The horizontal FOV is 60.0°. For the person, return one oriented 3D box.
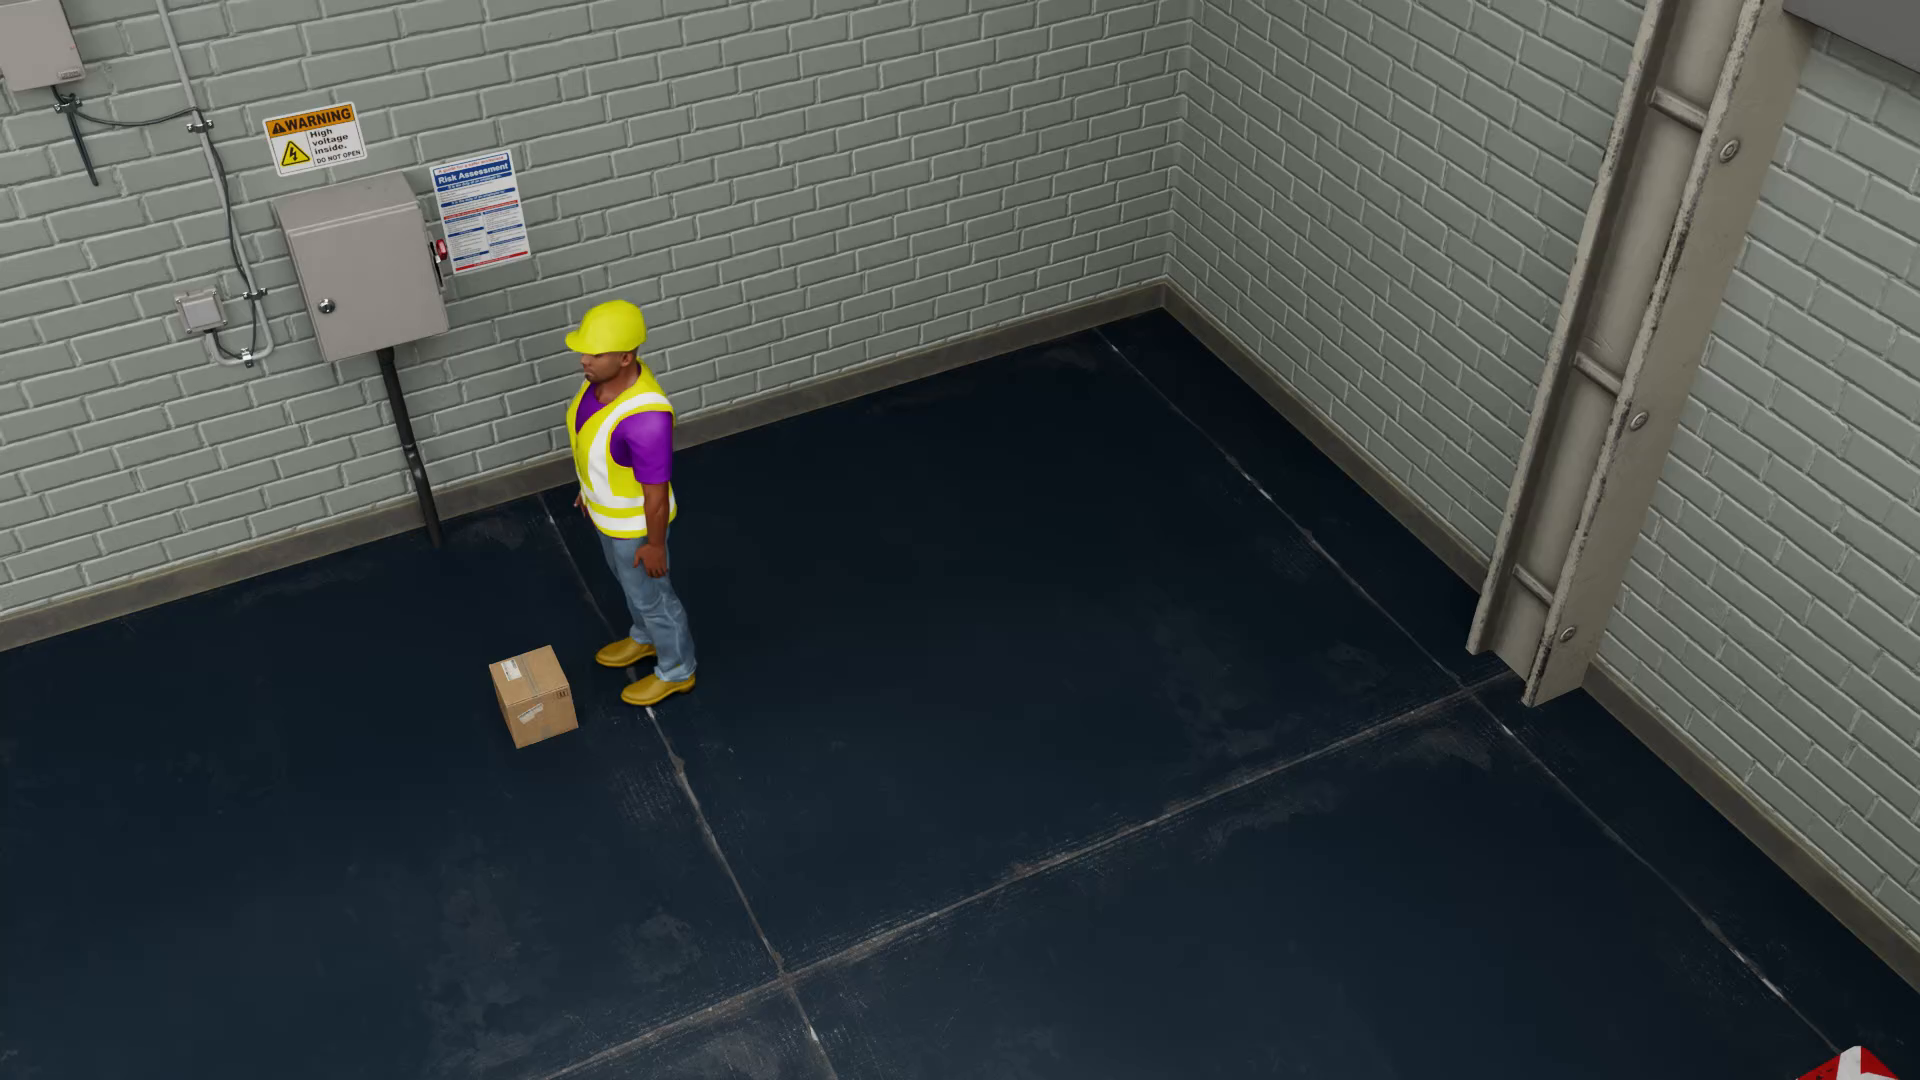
[{"bbox_3d":[-1.251,-0.116,6.234,0.391,1.767,0.564,-19,44,-20],"label":"person"}]
